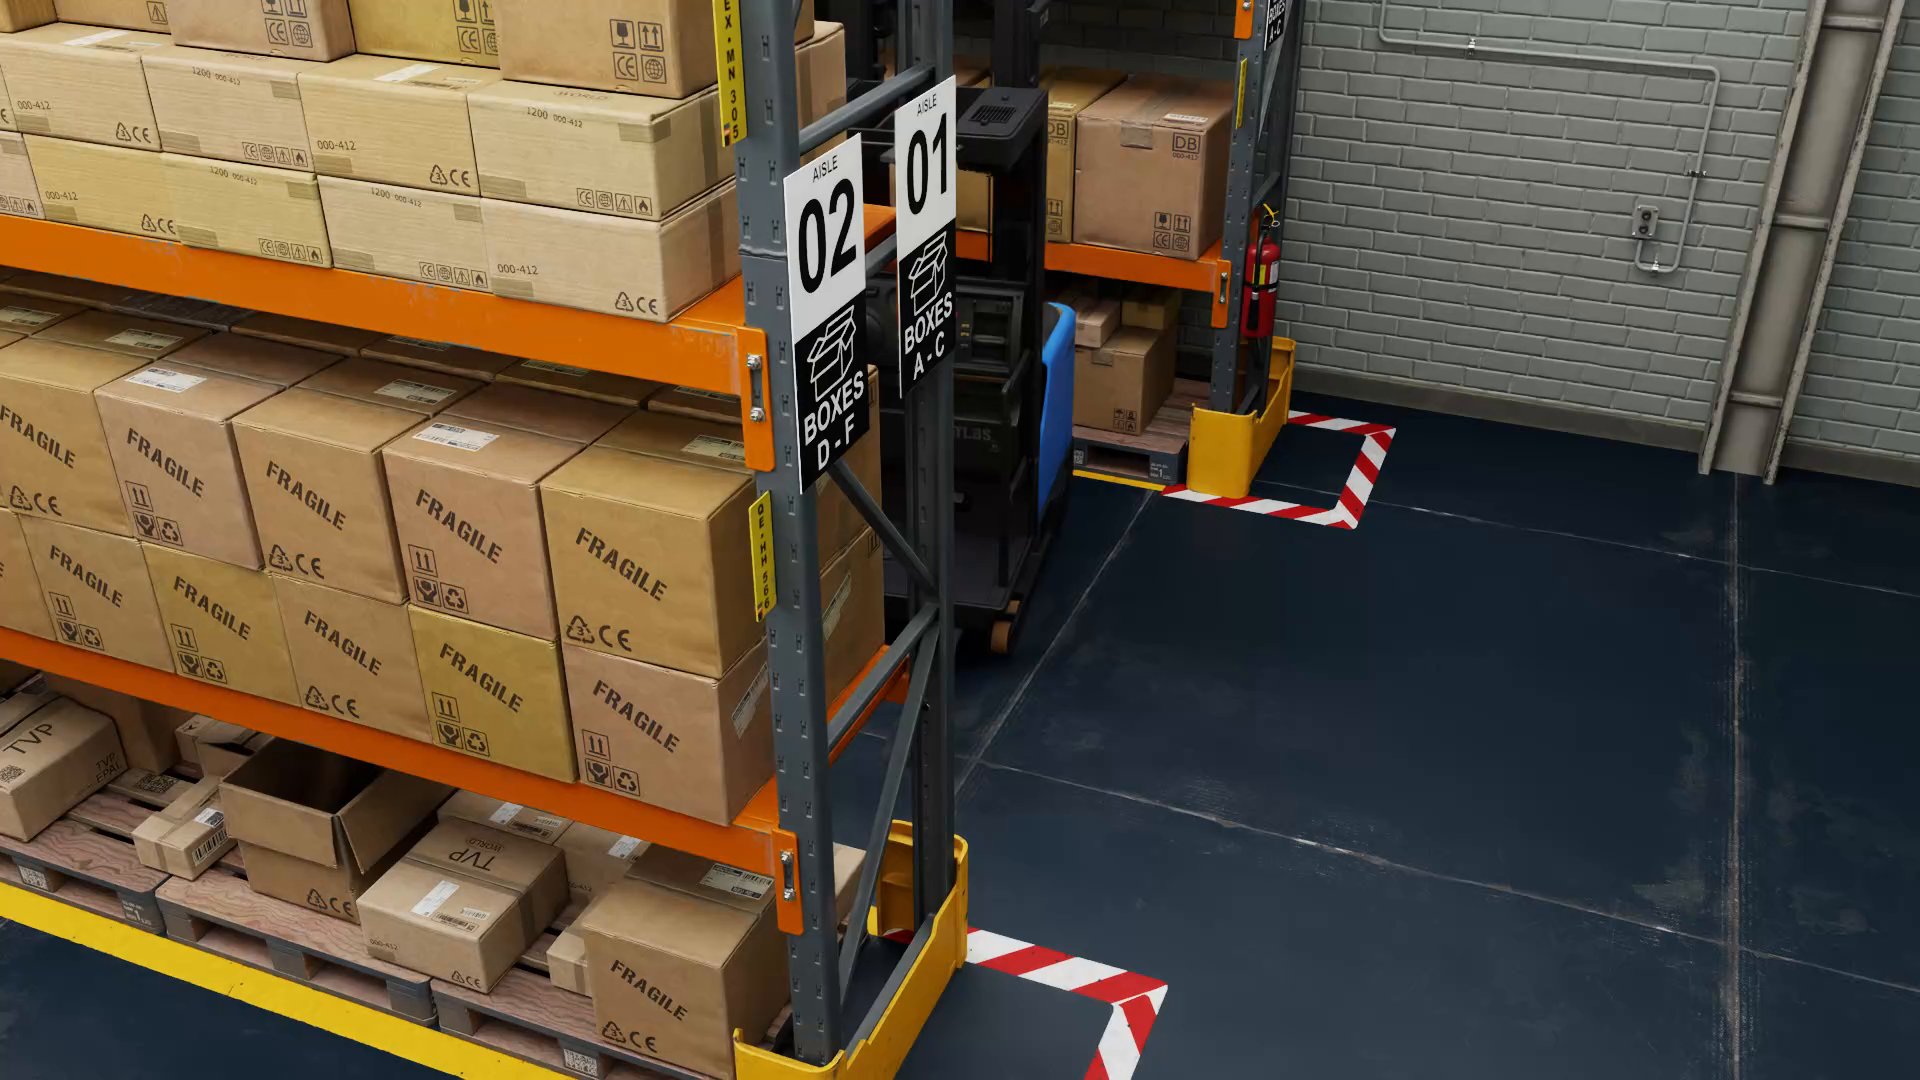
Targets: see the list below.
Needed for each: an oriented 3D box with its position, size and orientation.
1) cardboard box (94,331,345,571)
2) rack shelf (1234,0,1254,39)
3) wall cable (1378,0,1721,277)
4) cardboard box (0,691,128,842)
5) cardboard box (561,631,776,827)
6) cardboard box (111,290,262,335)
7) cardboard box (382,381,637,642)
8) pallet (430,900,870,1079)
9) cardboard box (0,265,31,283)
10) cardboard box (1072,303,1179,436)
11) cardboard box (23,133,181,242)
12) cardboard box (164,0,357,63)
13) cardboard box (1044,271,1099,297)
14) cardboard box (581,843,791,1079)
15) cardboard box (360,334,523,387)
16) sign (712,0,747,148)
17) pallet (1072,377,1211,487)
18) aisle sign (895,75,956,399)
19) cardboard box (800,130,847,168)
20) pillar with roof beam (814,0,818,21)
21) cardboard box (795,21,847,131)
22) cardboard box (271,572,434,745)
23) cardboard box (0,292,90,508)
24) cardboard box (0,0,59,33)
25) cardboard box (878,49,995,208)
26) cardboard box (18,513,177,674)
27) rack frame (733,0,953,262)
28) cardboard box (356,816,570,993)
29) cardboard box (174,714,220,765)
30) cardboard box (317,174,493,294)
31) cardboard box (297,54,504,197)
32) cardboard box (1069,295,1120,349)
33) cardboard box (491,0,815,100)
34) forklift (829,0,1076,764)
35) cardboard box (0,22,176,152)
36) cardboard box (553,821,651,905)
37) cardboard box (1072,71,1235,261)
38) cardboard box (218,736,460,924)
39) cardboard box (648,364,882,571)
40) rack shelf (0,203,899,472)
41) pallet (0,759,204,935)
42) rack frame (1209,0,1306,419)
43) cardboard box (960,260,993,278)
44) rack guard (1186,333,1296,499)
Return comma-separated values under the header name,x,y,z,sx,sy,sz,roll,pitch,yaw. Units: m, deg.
name,x,y,z,sx,sy,sz,roll,pitch,yaw
cardboard box,-2.204,-0.283,5.084,0.500,0.500,0.500,12,32,21
rack shelf,-0.256,-3.187,9.023,4.000,0.370,1.077,11,31,19
wall cable,3.140,-2.461,9.023,1.851,1.984,0.084,11,31,19
cardboard box,-3.660,0.850,6.482,0.500,0.311,0.500,11,31,19
cardboard box,-0.779,0.433,4.834,0.500,0.500,0.500,12,32,21
cardboard box,-2.459,-0.621,5.683,0.500,0.500,0.500,12,31,20
cardboard box,-1.246,-0.094,4.750,0.500,0.500,0.500,12,32,20
pallet,-1.071,1.488,5.903,1.213,0.211,1.003,11,31,19
cardboard box,-3.402,-0.808,6.014,0.500,0.500,0.500,11,31,19
cardboard box,0.911,-1.003,9.589,0.500,0.500,0.700,11,31,19
cardboard box,-2.221,-1.064,4.688,0.500,0.250,0.500,11,31,19
cardboard box,-1.679,-1.612,4.387,0.500,0.500,0.700,11,31,19
cardboard box,0.633,-1.447,9.715,0.250,0.149,0.380,11,31,19
cardboard box,-0.858,1.344,5.418,0.500,0.500,0.500,11,31,19
cardboard box,-1.523,-0.434,5.352,0.500,0.500,0.500,12,32,20
sign,-0.489,-1.007,3.535,0.005,0.325,0.100,11,31,19
pallet,0.827,-0.722,9.814,1.213,0.211,1.003,11,31,19
aisle sign,-0.088,-0.818,4.507,0.004,0.787,0.394,11,31,19
cardboard box,-0.642,-1.016,4.604,0.500,0.250,0.500,11,31,19
pillar with roof beam,-2.754,-3.478,5.758,0.400,9.000,9.100,11,31,19
cardboard box,-0.640,-1.237,4.486,0.500,0.250,0.500,11,31,19
cardboard box,-1.721,0.244,5.169,0.500,0.500,0.500,12,31,20
cardboard box,-3.159,-0.473,5.421,0.500,0.500,0.500,10,31,18
cardboard box,-2.627,-1.770,4.667,0.500,0.500,0.700,11,31,19
cardboard box,-0.260,-2.319,9.500,0.700,0.700,0.980,10,31,17
cardboard box,-2.660,0.057,5.499,0.500,0.500,0.500,11,31,19
rack frame,-0.261,-2.177,3.456,0.127,3.000,1.000,11,31,19
cardboard box,-1.727,1.263,5.814,0.500,0.250,0.500,11,31,19
cardboard box,-2.963,0.763,6.802,0.250,0.149,0.380,11,31,19
cardboard box,-1.296,-0.878,4.358,0.500,0.250,0.500,11,31,19
cardboard box,-1.297,-1.094,4.233,0.500,0.250,0.500,11,31,19
cardboard box,0.724,-1.226,9.325,0.250,0.149,0.380,11,31,19
cardboard box,-0.744,-1.437,4.078,0.500,0.500,0.700,11,31,19
forklift,-0.218,-0.941,7.436,1.130,2.935,3.031,7,30,12
cardboard box,-2.224,-1.278,4.558,0.500,0.250,0.500,11,31,19
cardboard box,-1.122,1.118,6.071,0.500,0.250,0.500,11,31,19
cardboard box,1.121,-2.045,9.014,0.700,0.700,0.980,13,32,21
cardboard box,-2.225,0.936,6.136,0.637,0.503,0.797,11,31,19
cardboard box,-0.574,-0.246,5.019,0.500,0.500,0.500,12,32,21
rack shelf,-2.115,-0.928,5.025,4.000,0.370,1.077,11,31,19
pallet,-3.332,1.037,6.702,1.213,0.211,1.003,11,31,19
rack frame,1.598,-1.824,8.929,0.127,3.000,1.000,11,31,19
cardboard box,0.165,-1.540,9.880,0.250,0.149,0.380,12,32,20
rack guard,1.620,-0.732,9.536,0.348,0.500,1.175,11,31,19
